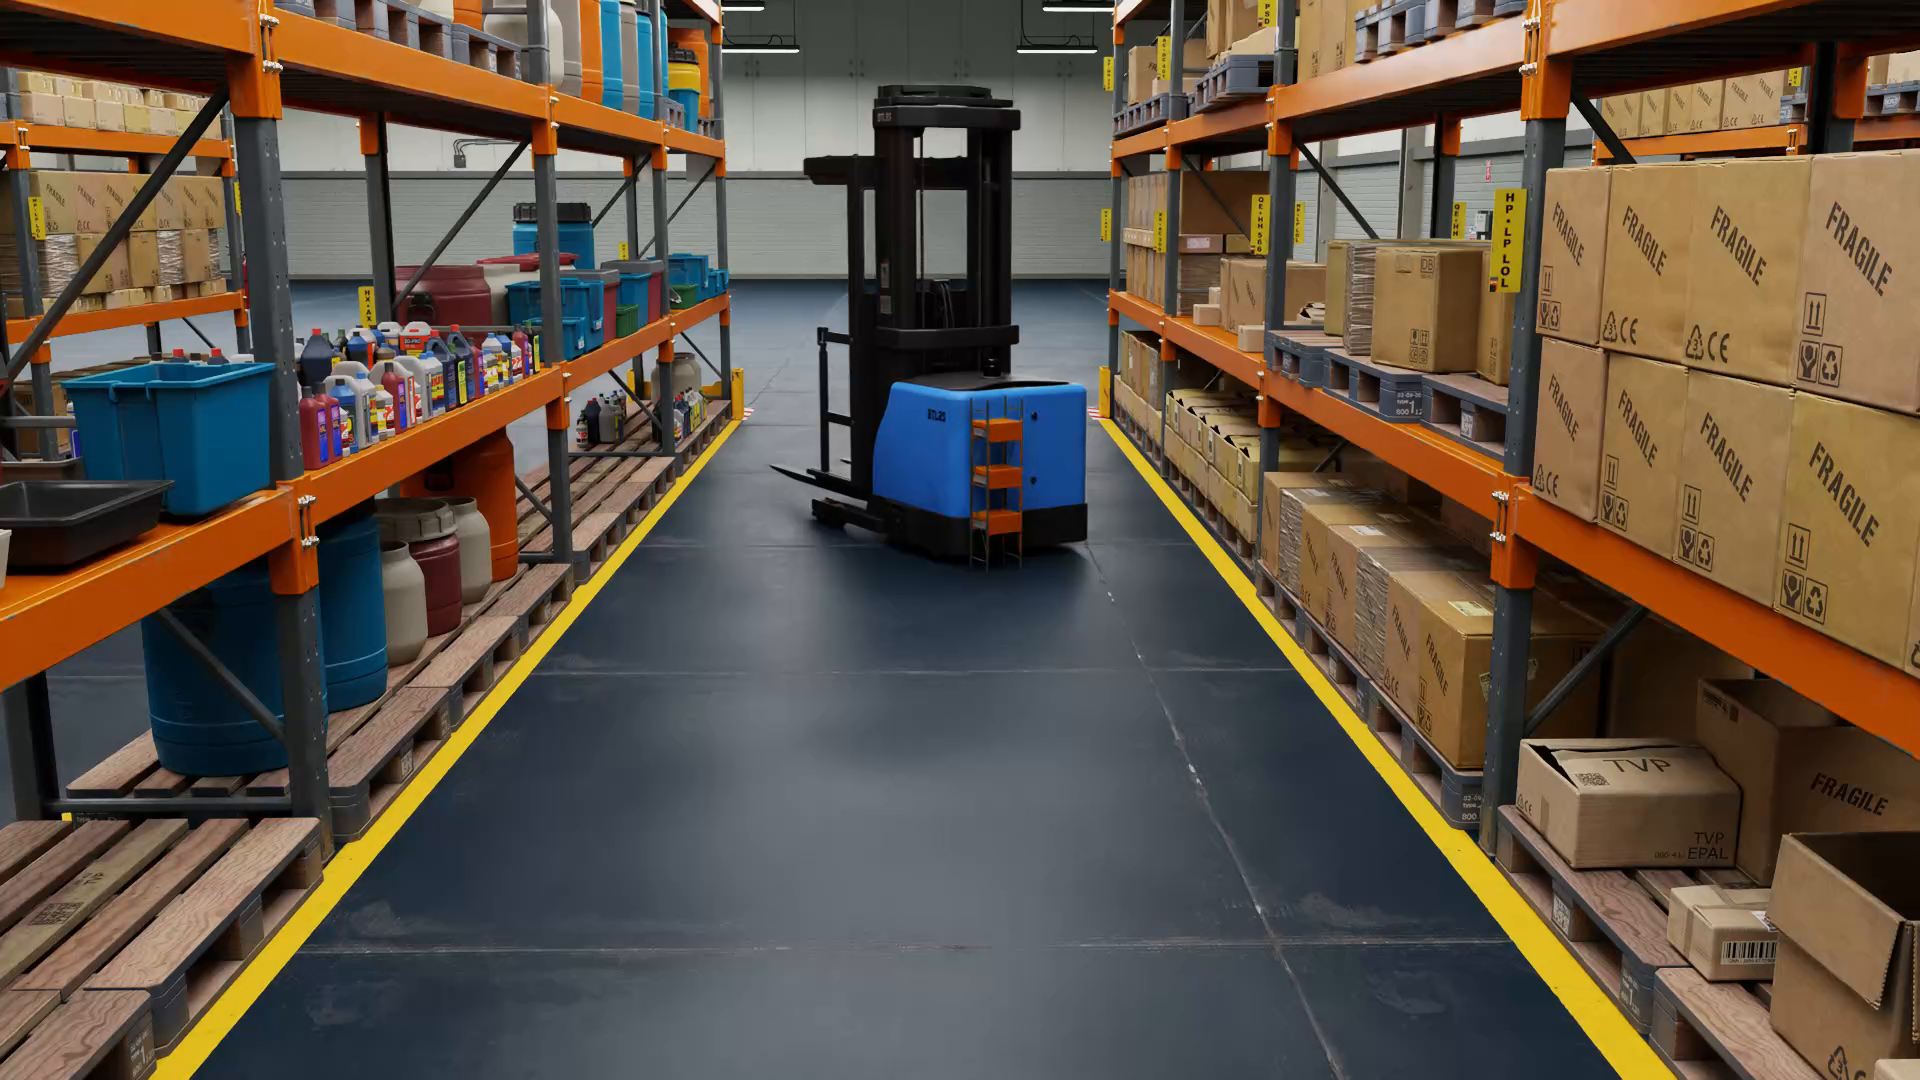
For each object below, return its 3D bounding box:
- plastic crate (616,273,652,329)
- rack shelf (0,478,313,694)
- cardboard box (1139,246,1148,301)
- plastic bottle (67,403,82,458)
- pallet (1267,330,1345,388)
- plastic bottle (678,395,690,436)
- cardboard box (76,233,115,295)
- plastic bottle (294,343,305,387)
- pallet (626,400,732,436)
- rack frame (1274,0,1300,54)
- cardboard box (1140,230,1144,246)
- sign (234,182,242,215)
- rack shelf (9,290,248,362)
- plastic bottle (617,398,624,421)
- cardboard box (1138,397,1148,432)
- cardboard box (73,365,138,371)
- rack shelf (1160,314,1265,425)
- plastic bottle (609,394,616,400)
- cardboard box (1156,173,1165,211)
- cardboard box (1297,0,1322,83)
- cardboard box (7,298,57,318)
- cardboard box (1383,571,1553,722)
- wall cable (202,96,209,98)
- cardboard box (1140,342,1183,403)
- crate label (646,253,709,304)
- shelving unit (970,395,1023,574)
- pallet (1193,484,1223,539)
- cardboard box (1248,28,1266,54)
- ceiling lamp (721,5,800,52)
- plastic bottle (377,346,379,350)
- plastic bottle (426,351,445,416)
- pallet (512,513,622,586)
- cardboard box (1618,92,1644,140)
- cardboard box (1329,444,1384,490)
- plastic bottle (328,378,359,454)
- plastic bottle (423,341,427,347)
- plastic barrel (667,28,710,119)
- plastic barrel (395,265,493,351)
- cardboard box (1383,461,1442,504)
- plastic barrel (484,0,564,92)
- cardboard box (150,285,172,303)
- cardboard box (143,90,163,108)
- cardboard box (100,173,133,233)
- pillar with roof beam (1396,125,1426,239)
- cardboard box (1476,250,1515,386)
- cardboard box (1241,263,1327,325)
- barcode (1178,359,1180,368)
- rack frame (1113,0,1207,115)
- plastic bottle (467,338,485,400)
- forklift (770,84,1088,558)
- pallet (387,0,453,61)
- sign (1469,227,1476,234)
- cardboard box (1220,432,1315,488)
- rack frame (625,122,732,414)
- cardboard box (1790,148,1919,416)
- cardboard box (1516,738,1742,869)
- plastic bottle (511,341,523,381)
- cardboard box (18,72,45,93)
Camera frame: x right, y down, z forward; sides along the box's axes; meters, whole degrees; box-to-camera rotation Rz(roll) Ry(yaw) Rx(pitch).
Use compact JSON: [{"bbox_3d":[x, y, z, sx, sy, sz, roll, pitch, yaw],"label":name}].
[{"bbox_3d":[-2.478,-1.737,12.115,0.392,0.384,0.575,0,11,-1],"label":"plastic crate"},{"bbox_3d":[-2.606,0.378,3.461,1.077,0.370,4.000,0,11,-1],"label":"rack shelf"},{"bbox_3d":[2.074,-2.530,15.735,0.700,0.500,0.500,0,11,-1],"label":"cardboard box"},{"bbox_3d":[-2.978,-0.388,5.741,0.152,0.276,0.135,0,11,-1],"label":"plastic bottle"},{"bbox_3d":[2.307,-0.958,8.721,1.213,0.211,1.003,0,11,-1],"label":"pallet"},{"bbox_3d":[-2.418,-1.079,14.392,0.144,0.351,0.185,-1,11,-4],"label":"plastic bottle"},{"bbox_3d":[-7.687,-2.326,13.981,0.875,0.500,0.500,0,11,-1],"label":"cardboard box"},{"bbox_3d":[-3.015,-0.743,7.491,0.152,0.276,0.135,0,11,-1],"label":"plastic bottle"},{"bbox_3d":[-2.835,-1.215,16.515,1.003,0.211,1.213,0,11,-1],"label":"pallet"},{"bbox_3d":[2.223,-4.127,8.769,1.000,3.000,0.127,0,11,-1],"label":"rack frame"},{"bbox_3d":[1.879,-2.809,15.479,0.380,0.149,0.250,0,11,-2],"label":"cardboard box"},{"bbox_3d":[-7.292,-3.458,16.852,0.100,0.325,0.005,0,11,-1],"label":"sign"},{"bbox_3d":[-7.806,-1.987,15.119,1.077,0.370,4.000,0,11,-1],"label":"rack shelf"},{"bbox_3d":[-3.017,-1.109,14.706,0.061,0.283,0.133,0,11,-1],"label":"plastic bottle"},{"bbox_3d":[1.886,-1.130,14.946,0.500,0.250,0.500,0,11,-1],"label":"cardboard box"},{"bbox_3d":[-7.810,-1.351,15.403,0.500,0.500,0.500,1,11,4],"label":"cardboard box"},{"bbox_3d":[2.181,-1.232,11.396,1.077,0.370,4.000,0,11,-1],"label":"rack shelf"},{"bbox_3d":[-3.160,-1.186,15.118,0.097,0.271,0.097,0,11,0],"label":"plastic bottle"},{"bbox_3d":[2.103,-2.955,14.566,0.700,0.500,0.500,0,11,-1],"label":"cardboard box"},{"bbox_3d":[2.265,-2.619,8.630,0.910,0.500,0.500,0,11,-1],"label":"cardboard box"},{"bbox_3d":[-7.468,-1.863,13.329,0.380,0.149,0.250,0,11,-1],"label":"cardboard box"},{"bbox_3d":[2.007,0.422,6.613,0.500,0.500,0.500,0,11,-1],"label":"cardboard box"},{"bbox_3d":[-20.258,-12.992,47.574,3.097,2.526,0.112,0,11,-1],"label":"wall cable"},{"bbox_3d":[1.899,-1.498,14.871,0.500,0.500,0.500,0,11,-1],"label":"cardboard box"},{"bbox_3d":[-2.587,-2.410,15.306,0.502,0.435,0.616,0,11,-1],"label":"crate label"},{"bbox_3d":[0.219,-0.340,10.091,0.252,1.050,0.215,-7,14,-31],"label":"shelving unit"},{"bbox_3d":[2.222,-0.226,11.642,1.003,0.211,1.213,0,11,-1],"label":"pallet"},{"bbox_3d":[2.128,-3.097,10.557,0.500,0.250,0.500,0,11,-2],"label":"cardboard box"},{"bbox_3d":[-4.949,-13.608,40.822,2.000,3.185,0.800,0,11,-1],"label":"ceiling lamp"},{"bbox_3d":[-3.067,-0.940,8.648,0.097,0.201,0.097,0,11,0],"label":"plastic bottle"},{"bbox_3d":[-2.277,-0.675,7.167,0.097,0.271,0.097,0,11,0],"label":"plastic bottle"},{"bbox_3d":[-2.707,0.045,10.306,1.003,0.211,1.213,0,11,-1],"label":"pallet"},{"bbox_3d":[6.742,-4.153,16.138,0.500,0.500,0.500,1,11,3],"label":"cardboard box"},{"bbox_3d":[2.506,-0.425,10.060,0.500,0.311,0.500,0,11,1],"label":"cardboard box"},{"bbox_3d":[-2.253,-0.452,6.069,0.097,0.271,0.097,0,11,0],"label":"plastic bottle"},{"bbox_3d":[-2.411,-0.767,7.588,0.061,0.283,0.133,0,11,-1],"label":"plastic bottle"},{"bbox_3d":[-2.758,-4.548,16.251,0.600,0.830,0.708,0,11,-1],"label":"plastic barrel"},{"bbox_3d":[-3.042,-1.325,9.703,0.600,0.536,0.708,0,11,-1],"label":"plastic barrel"},{"bbox_3d":[2.482,-0.349,8.529,0.500,0.250,0.500,0,11,1],"label":"cardboard box"},{"bbox_3d":[-2.430,-2.755,9.270,0.421,0.512,0.421,0,11,0],"label":"plastic barrel"},{"bbox_3d":[-7.499,-2.261,15.289,0.380,0.149,0.250,0,11,-1],"label":"cardboard box"},{"bbox_3d":[-7.510,-4.017,15.143,0.380,0.149,0.250,-1,11,-4],"label":"cardboard box"},{"bbox_3d":[-7.541,-2.916,14.374,0.500,0.500,0.500,0,11,-1],"label":"cardboard box"},{"bbox_3d":[3.337,-7.970,27.714,9.100,9.000,0.400,0,11,-1],"label":"pillar with roof beam"},{"bbox_3d":[2.442,-0.878,6.535,0.700,0.500,0.500,2,12,8],"label":"cardboard box"},{"bbox_3d":[2.172,-1.569,10.999,0.500,0.500,0.500,-1,11,-4],"label":"cardboard box"},{"bbox_3d":[1.729,-1.391,13.135,0.001,0.075,0.075,0,11,-1],"label":"barcode"},{"bbox_3d":[2.057,-5.717,16.607,1.000,3.000,0.127,0,11,-1],"label":"rack frame"},{"bbox_3d":[-2.271,-0.804,7.772,0.061,0.283,0.133,0,11,-1],"label":"plastic bottle"},{"bbox_3d":[-0.381,-1.570,11.428,1.130,2.935,3.031,-7,13,-31],"label":"forklift"},{"bbox_3d":[-2.787,-2.131,6.947,1.003,0.211,1.213,0,11,-1],"label":"pallet"},{"bbox_3d":[7.835,-4.733,25.423,0.001,0.109,0.331,0,11,-1],"label":"sign"},{"bbox_3d":[1.948,-0.526,10.558,0.500,0.311,0.500,0,11,-2],"label":"cardboard box"},{"bbox_3d":[-2.895,-2.758,17.107,1.000,3.000,0.127,0,11,-1],"label":"rack frame"},{"bbox_3d":[2.067,-0.529,3.354,0.500,0.500,0.500,0,11,1],"label":"cardboard box"},{"bbox_3d":[2.098,0.795,5.254,0.500,0.311,0.500,0,11,-1],"label":"cardboard box"},{"bbox_3d":[-2.306,-0.922,8.561,0.097,0.201,0.097,0,11,0],"label":"plastic bottle"},{"bbox_3d":[-7.463,-3.600,13.089,0.380,0.149,0.250,-1,11,-3],"label":"cardboard box"}]
